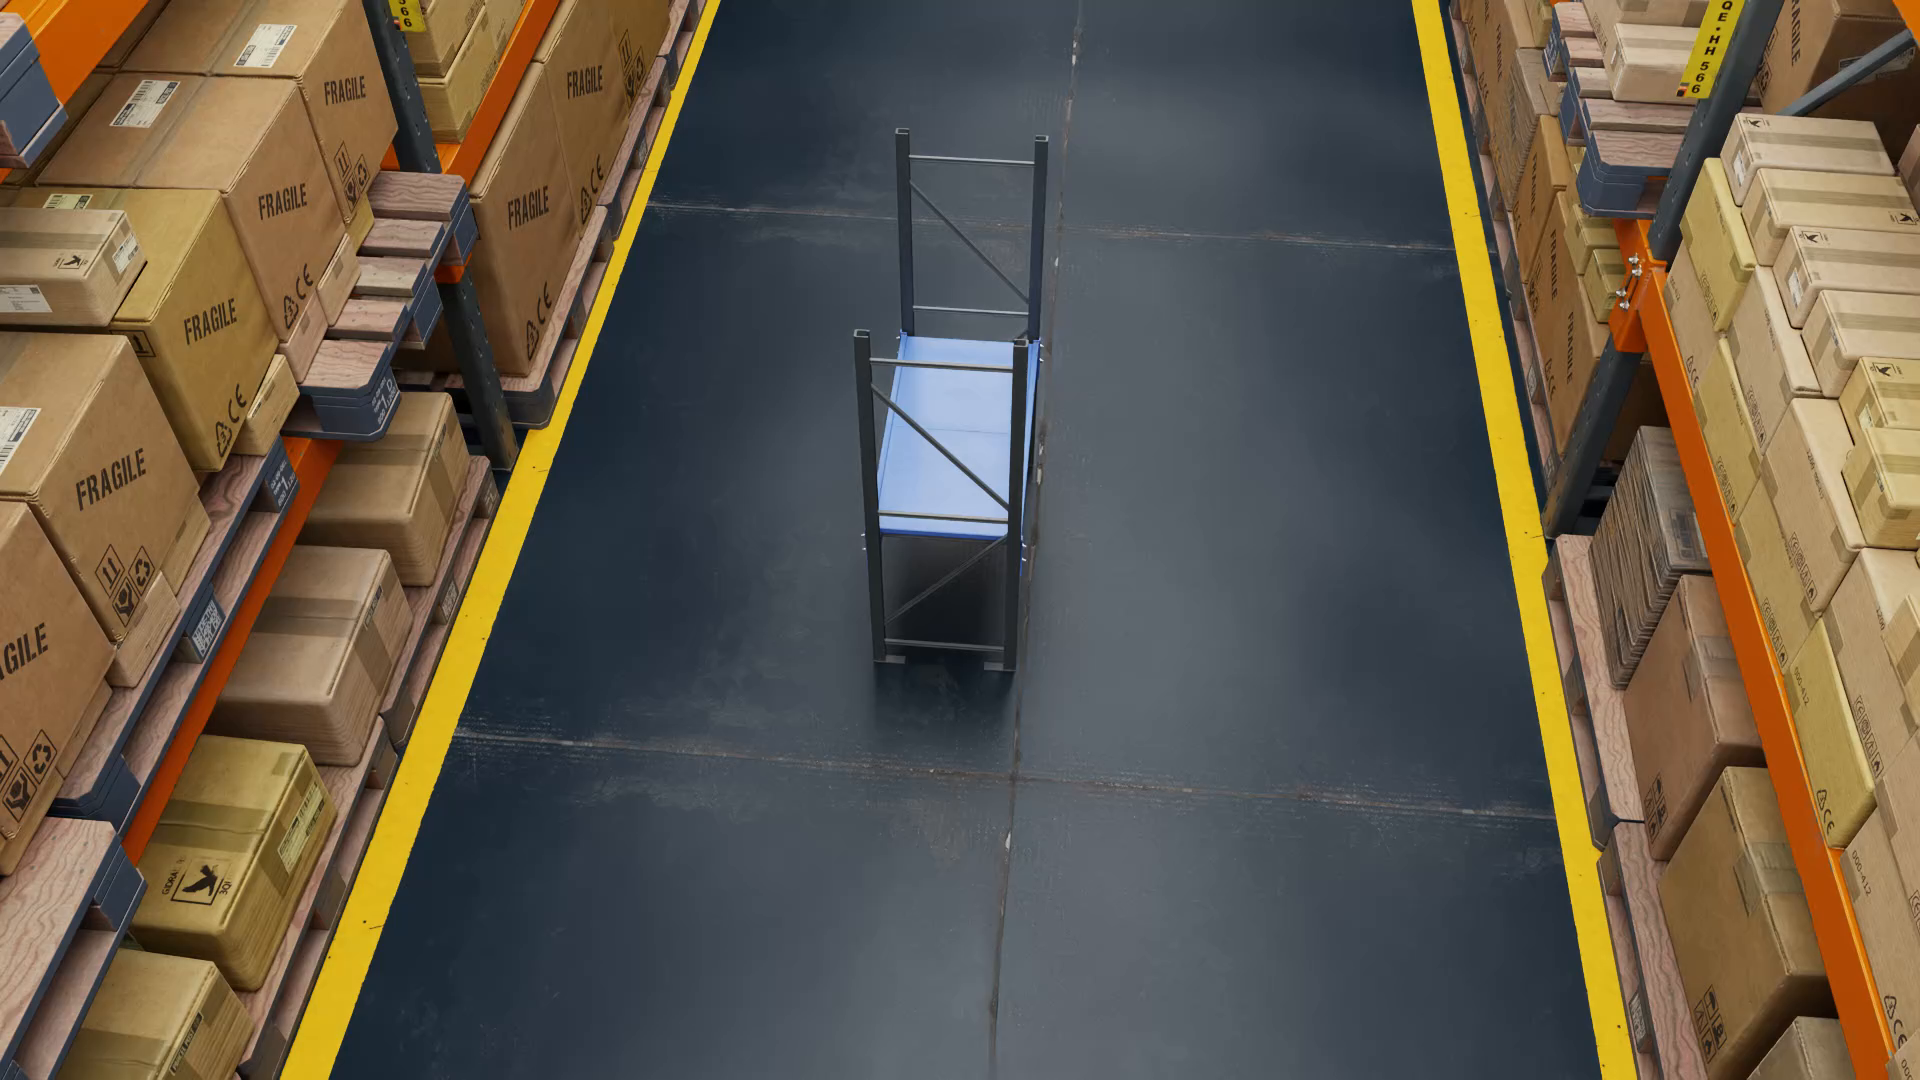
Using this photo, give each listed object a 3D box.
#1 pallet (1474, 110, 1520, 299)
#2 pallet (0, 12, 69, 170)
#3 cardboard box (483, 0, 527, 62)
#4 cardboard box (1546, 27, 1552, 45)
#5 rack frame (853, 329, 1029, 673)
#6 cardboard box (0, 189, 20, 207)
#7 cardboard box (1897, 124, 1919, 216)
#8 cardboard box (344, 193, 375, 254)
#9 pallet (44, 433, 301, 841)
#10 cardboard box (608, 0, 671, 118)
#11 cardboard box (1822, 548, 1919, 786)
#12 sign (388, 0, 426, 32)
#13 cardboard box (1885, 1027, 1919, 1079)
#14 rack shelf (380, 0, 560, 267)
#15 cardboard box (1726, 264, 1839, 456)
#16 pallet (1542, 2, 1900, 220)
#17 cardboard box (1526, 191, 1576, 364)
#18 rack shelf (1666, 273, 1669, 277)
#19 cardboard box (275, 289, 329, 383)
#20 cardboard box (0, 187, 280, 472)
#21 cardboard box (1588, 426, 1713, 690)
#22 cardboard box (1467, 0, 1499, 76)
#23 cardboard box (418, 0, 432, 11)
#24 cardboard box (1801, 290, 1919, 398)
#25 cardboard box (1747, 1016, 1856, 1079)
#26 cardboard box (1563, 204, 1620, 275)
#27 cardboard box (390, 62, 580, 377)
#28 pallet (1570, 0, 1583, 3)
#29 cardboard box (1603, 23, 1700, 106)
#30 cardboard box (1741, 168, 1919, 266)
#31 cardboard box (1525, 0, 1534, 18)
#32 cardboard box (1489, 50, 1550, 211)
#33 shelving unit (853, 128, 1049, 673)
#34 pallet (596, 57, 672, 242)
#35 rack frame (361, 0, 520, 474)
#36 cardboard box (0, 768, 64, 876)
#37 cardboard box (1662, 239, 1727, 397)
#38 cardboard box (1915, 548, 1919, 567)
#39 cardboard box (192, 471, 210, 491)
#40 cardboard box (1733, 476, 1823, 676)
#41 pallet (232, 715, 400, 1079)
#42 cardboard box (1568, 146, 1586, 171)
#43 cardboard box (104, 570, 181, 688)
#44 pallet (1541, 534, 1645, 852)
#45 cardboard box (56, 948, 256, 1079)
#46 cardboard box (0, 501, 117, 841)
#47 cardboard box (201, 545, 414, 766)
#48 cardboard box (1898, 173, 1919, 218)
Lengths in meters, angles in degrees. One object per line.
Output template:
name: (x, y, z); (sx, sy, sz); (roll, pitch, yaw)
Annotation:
pallet: (2.920, -1.519, 7.497); (1.003, 0.211, 1.213); (4, 48, 4)
pallet: (-2.354, -0.570, 2.833); (1.213, 0.211, 1.003); (4, 48, 4)
cardboard box: (-1.918, -2.022, 6.168); (0.500, 0.250, 0.500); (3, 48, 2)
cardboard box: (2.715, -2.067, 7.078); (0.380, 0.149, 0.250); (4, 48, 4)
rack frame: (-0.054, -0.070, 5.298); (0.500, 1.500, 0.032); (4, 48, 4)
cardboard box: (-2.597, -0.538, 4.156); (0.500, 0.500, 0.500); (5, 48, 4)
cardboard box: (2.872, -1.021, 4.643); (0.380, 0.149, 0.250); (5, 48, 5)
cardboard box: (-1.991, -0.950, 4.972); (0.380, 0.149, 0.250); (5, 48, 4)
pallet: (-2.382, 0.171, 4.191); (1.003, 0.211, 1.213); (4, 48, 4)
cardboard box: (-1.930, -2.590, 7.742); (0.875, 0.875, 0.875); (5, 48, 5)
cardboard box: (2.283, 0.299, 3.706); (0.500, 0.250, 0.500); (4, 48, 4)
sign: (-1.702, -1.686, 5.028); (0.100, 0.325, 0.005); (4, 48, 4)
cardboard box: (2.162, 1.212, 3.211); (0.500, 0.250, 0.500); (4, 48, 3)
rack shelf: (-2.061, -2.578, 7.063); (1.077, 0.370, 4.000); (4, 48, 4)
cardboard box: (2.370, -0.461, 4.402); (0.500, 0.250, 0.500); (5, 48, 5)
pallet: (2.692, -1.459, 5.681); (1.213, 0.211, 1.003); (4, 48, 4)
cardboard box: (2.581, -1.011, 6.551); (0.500, 0.500, 0.500); (3, 48, 3)
rack shelf: (2.518, 0.626, 4.000); (0.919, 0.124, 3.809); (4, 48, 4)
cardboard box: (-2.000, -0.577, 4.631); (0.380, 0.149, 0.250); (2, 48, 2)
cardboard box: (-2.088, -0.523, 4.142); (0.500, 0.500, 0.500); (1, 48, 1)
cardboard box: (2.630, 0.097, 5.454); (0.875, 0.625, 0.625); (5, 48, 5)
cardboard box: (2.758, -2.526, 7.937); (0.500, 0.500, 0.500); (3, 48, 3)
cardboard box: (-1.954, -2.069, 5.364); (0.500, 0.500, 0.500); (2, 48, 2)
cardboard box: (2.346, -0.479, 4.148); (0.380, 0.149, 0.250); (4, 48, 4)
cardboard box: (2.451, 1.625, 4.056); (0.875, 0.625, 0.625); (3, 48, 3)
cardboard box: (2.487, -1.120, 6.212); (0.380, 0.149, 0.250); (2, 48, 2)
cardboard box: (-2.097, -1.278, 6.542); (0.875, 0.875, 0.875); (3, 48, 3)
pallet: (2.873, -2.385, 6.529); (1.003, 0.211, 1.213); (4, 48, 4)
cardboard box: (2.378, -1.586, 5.553); (0.380, 0.149, 0.250); (5, 48, 4)
cardboard box: (2.355, -0.863, 4.499); (0.380, 0.149, 0.250); (5, 48, 4)
cardboard box: (2.736, -2.450, 7.427); (0.380, 0.149, 0.250); (4, 48, 3)
cardboard box: (2.655, -1.779, 7.253); (0.500, 0.500, 0.500); (2, 48, 2)
shelving unit: (-0.008, -0.443, 5.639); (0.538, 1.500, 1.048); (4, 48, 4)
pallet: (-1.982, -1.879, 7.825); (1.003, 0.211, 1.213); (4, 48, 4)
rack frame: (-2.243, -1.352, 5.453); (1.000, 3.000, 0.127); (4, 48, 4)
cardboard box: (-2.196, 0.563, 3.588); (0.380, 0.149, 0.250); (5, 48, 4)
cardboard box: (2.417, -0.660, 4.923); (0.500, 0.250, 0.500); (4, 48, 4)
cardboard box: (2.344, 0.088, 3.629); (0.380, 0.149, 0.250); (4, 48, 4)
cardboard box: (-2.160, -0.198, 4.284); (0.380, 0.149, 0.250); (4, 48, 4)
cardboard box: (2.326, 0.088, 4.238); (0.500, 0.250, 0.500); (2, 48, 2)
pallet: (-2.429, 1.058, 5.140); (1.003, 0.211, 1.213); (4, 48, 4)
cardboard box: (2.625, -1.502, 6.560); (0.380, 0.149, 0.250); (5, 48, 5)
cardboard box: (-2.096, 0.190, 3.929); (0.380, 0.149, 0.250); (6, 48, 5)
pallet: (2.587, 0.523, 5.629); (1.003, 0.211, 1.213); (4, 48, 4)
cardboard box: (-2.500, 1.419, 4.416); (0.950, 0.372, 0.625); (7, 48, 6)
cardboard box: (-2.175, 0.256, 3.429); (0.500, 0.500, 0.500); (4, 48, 3)
cardboard box: (-2.364, 0.351, 5.393); (0.950, 0.372, 0.625); (3, 48, 3)
cardboard box: (2.936, -0.790, 4.703); (0.500, 0.250, 0.500); (5, 48, 4)
